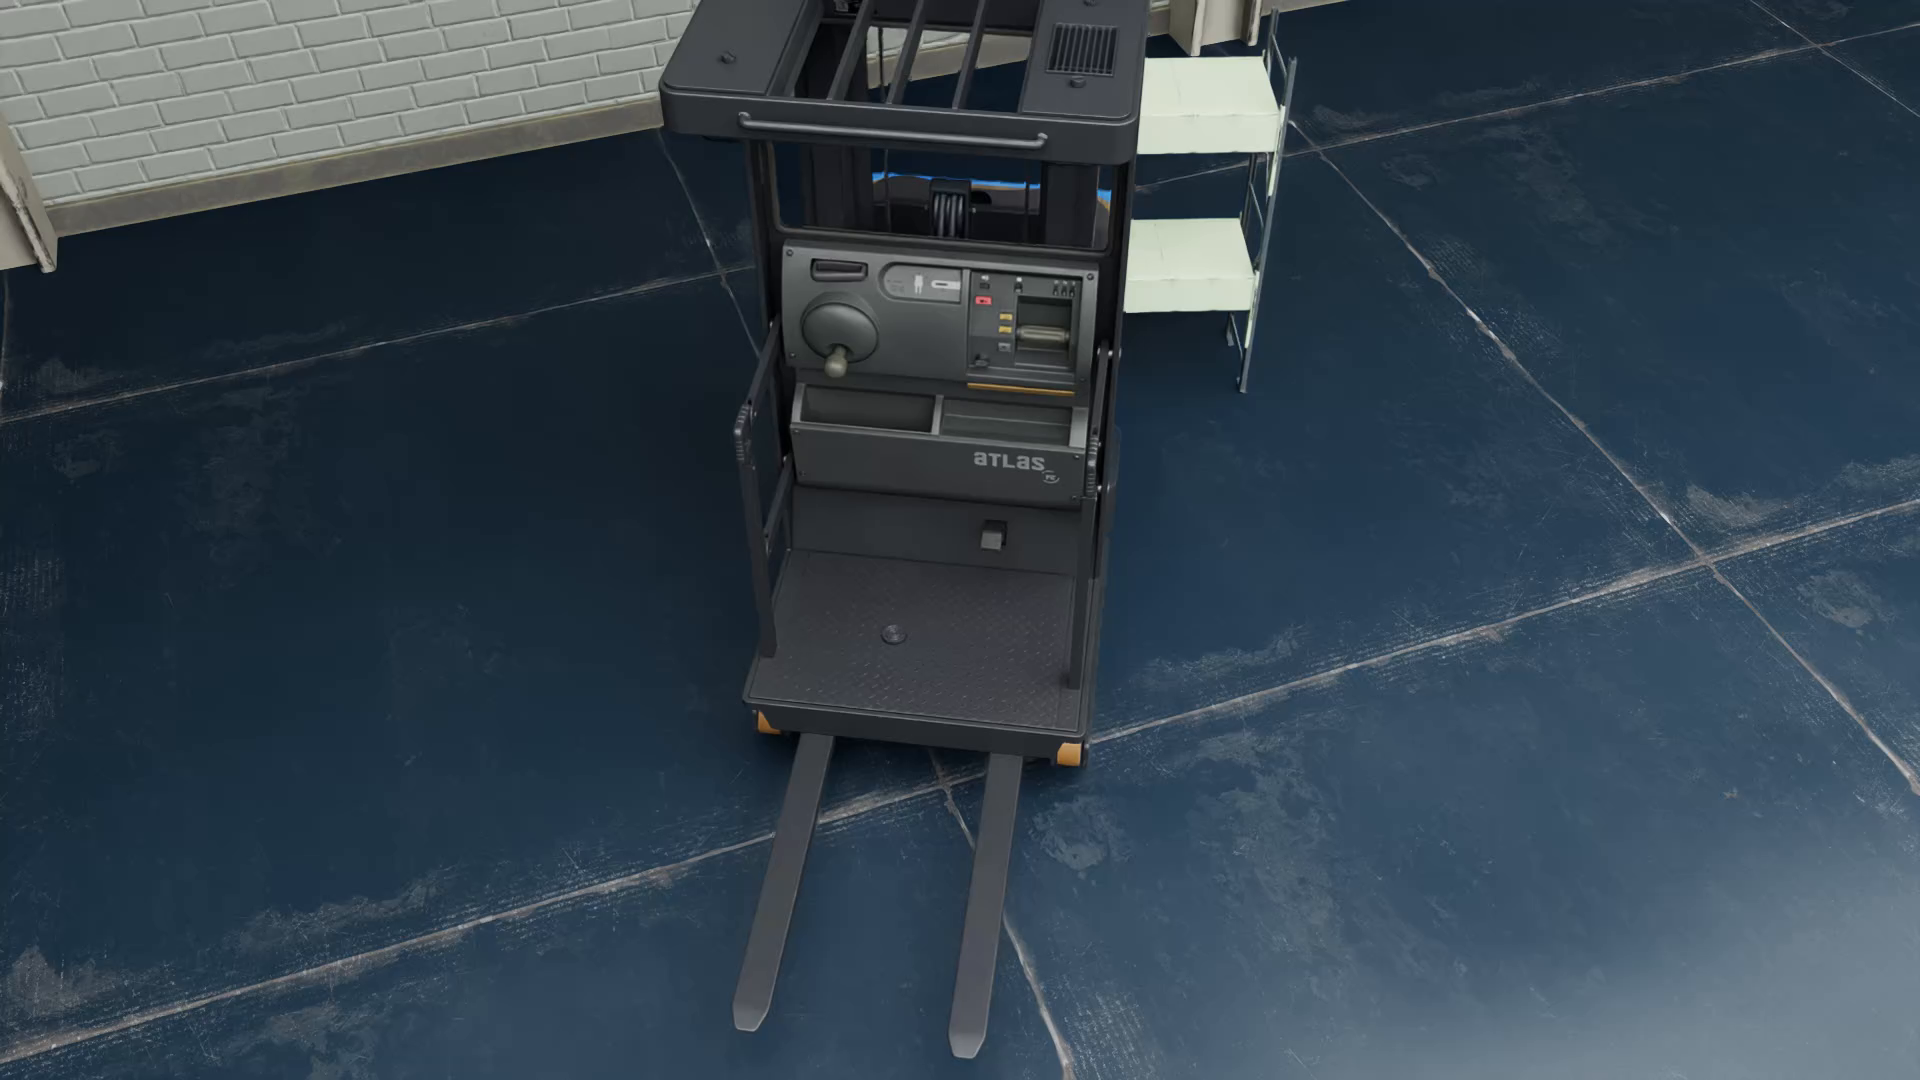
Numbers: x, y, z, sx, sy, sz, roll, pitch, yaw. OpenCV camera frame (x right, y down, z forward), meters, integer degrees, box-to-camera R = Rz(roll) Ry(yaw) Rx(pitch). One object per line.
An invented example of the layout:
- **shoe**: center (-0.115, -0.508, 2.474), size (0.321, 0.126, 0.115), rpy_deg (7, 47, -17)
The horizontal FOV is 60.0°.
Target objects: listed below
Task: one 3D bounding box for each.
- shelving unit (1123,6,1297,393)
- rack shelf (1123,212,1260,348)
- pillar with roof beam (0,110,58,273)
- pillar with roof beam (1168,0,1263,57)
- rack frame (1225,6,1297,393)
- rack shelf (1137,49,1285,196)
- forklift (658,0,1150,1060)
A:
- **shelving unit**: center (0.791, -1.269, 6.456), size (0.755, 1.500, 0.431), rpy_deg (-1, 45, -1)
- **rack shelf**: center (0.791, -1.039, 6.687), size (0.720, 0.370, 0.431), rpy_deg (-1, 45, -1)
- **pillar with roof beam**: center (-2.829, -1.571, 1.462), size (0.400, 9.000, 9.100), rpy_deg (-14, 47, -14)
- **pillar with roof beam**: center (2.814, -3.014, 2.900), size (0.400, 9.000, 9.100), rpy_deg (-14, 47, -14)
- **rack frame**: center (1.157, -1.279, 6.466), size (0.023, 1.500, 0.400), rpy_deg (-1, 45, -1)
- **rack shelf**: center (0.791, -1.545, 6.180), size (0.720, 0.370, 0.431), rpy_deg (-1, 45, -1)
- **forklift**: center (-0.091, -0.558, 4.737), size (1.130, 2.935, 3.031), rpy_deg (5, 45, 5)
